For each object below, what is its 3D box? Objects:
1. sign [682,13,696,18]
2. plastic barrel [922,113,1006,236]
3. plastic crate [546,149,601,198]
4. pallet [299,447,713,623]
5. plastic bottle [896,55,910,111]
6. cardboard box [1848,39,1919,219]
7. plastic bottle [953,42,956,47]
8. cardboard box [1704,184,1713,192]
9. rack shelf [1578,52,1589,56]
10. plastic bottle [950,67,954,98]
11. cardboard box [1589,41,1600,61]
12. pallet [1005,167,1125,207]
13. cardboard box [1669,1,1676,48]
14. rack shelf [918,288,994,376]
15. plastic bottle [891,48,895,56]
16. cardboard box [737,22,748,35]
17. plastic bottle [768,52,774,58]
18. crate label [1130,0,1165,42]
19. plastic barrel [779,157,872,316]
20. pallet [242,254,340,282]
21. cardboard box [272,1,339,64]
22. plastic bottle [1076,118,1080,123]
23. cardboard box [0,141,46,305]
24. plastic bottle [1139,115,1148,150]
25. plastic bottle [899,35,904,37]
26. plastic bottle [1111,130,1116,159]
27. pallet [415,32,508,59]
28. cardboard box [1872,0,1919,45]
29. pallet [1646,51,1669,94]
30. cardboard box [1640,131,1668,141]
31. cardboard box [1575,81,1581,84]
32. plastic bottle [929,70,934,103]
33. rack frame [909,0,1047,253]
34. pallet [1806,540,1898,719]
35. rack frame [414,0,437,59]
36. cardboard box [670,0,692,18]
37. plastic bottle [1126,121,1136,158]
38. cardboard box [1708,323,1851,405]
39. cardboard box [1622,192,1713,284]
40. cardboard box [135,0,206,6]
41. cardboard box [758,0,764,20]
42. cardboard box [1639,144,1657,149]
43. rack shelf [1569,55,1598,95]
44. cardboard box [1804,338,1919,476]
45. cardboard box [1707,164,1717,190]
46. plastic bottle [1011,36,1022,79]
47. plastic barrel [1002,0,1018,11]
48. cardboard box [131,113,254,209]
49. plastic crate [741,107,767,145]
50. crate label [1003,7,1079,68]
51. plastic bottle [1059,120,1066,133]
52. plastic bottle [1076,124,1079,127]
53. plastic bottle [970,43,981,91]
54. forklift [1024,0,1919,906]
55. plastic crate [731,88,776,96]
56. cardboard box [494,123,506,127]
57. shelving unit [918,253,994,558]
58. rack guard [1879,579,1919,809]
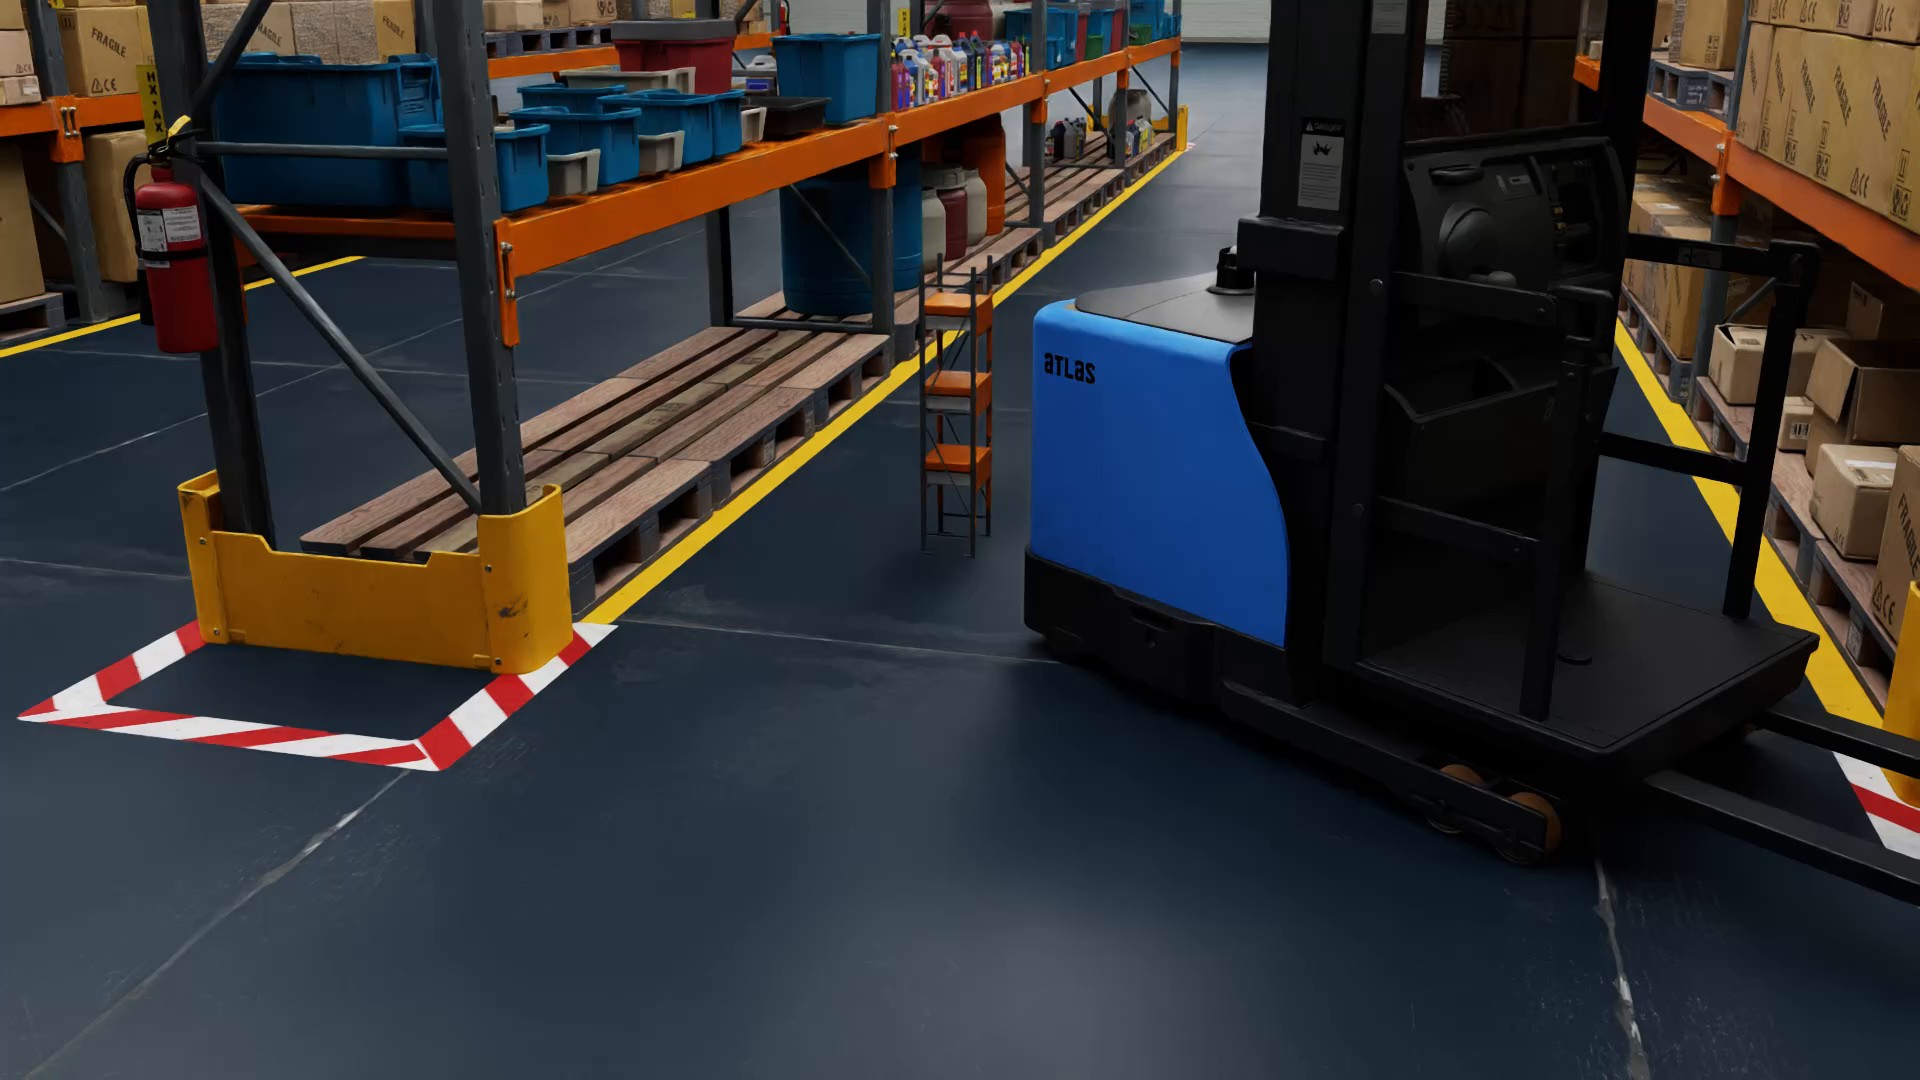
[{"bbox_3d":[-1.380,-2.546,8.572,0.100,0.325,0.005,5,19,13],"label":"sign"},{"bbox_3d":[0.027,-2.642,11.988,0.600,0.830,0.708,5,19,13],"label":"plastic barrel"},{"bbox_3d":[-1.286,-1.166,5.276,0.250,0.136,0.298,5,19,13],"label":"plastic crate"},{"bbox_3d":[-1.585,-0.053,6.016,1.003,0.211,1.213,5,19,13],"label":"pallet"},{"bbox_3d":[-0.311,-2.439,8.867,0.061,0.283,0.133,5,19,13],"label":"plastic bottle"},{"bbox_3d":[3.074,-1.253,5.060,0.500,0.500,0.500,5,19,14],"label":"cardboard box"},{"bbox_3d":[-0.019,-3.004,10.522,0.061,0.283,0.133,5,19,13],"label":"plastic bottle"},{"bbox_3d":[4.932,-1.946,10.430,0.500,0.500,0.500,5,20,16],"label":"cardboard box"},{"bbox_3d":[6.399,-4.772,16.632,1.077,0.370,4.000,5,19,13],"label":"rack shelf"},{"bbox_3d":[-0.083,-2.716,9.806,0.097,0.201,0.097,0,19,0],"label":"plastic bottle"},{"bbox_3d":[5.495,-4.105,13.955,0.380,0.149,0.250,5,19,13],"label":"cardboard box"},{"bbox_3d":[0.954,-3.309,15.550,1.003,0.211,1.213,5,19,13],"label":"pallet"},{"bbox_3d":[4.888,-3.272,10.322,0.700,0.500,0.500,-2,19,-5],"label":"cardboard box"},{"bbox_3d":[-0.013,-0.739,5.880,0.215,0.259,0.240,5,19,13],"label":"rack shelf"},{"bbox_3d":[-0.490,-3.037,10.514,0.144,0.351,0.185,5,19,13],"label":"plastic bottle"},{"bbox_3d":[-2.736,-6.061,19.680,0.380,0.149,0.250,5,19,13],"label":"cardboard box"},{"bbox_3d":[-1.052,-2.541,9.166,0.061,0.283,0.133,5,19,13],"label":"plastic bottle"},{"bbox_3d":[1.898,-5.550,17.742,0.502,0.435,0.616,5,19,13],"label":"crate label"},{"bbox_3d":[-0.697,-1.746,9.254,0.600,0.901,0.708,5,19,13],"label":"plastic barrel"},{"bbox_3d":[-5.238,-2.074,11.932,1.003,0.211,1.213,5,19,13],"label":"pallet"},{"bbox_3d":[-4.804,-3.570,11.844,0.500,0.500,0.500,4,19,12],"label":"cardboard box"},{"bbox_3d":[1.267,-4.442,18.072,0.061,0.283,0.133,5,19,14],"label":"plastic bottle"},{"bbox_3d":[-5.889,-1.755,9.321,0.875,0.875,0.875,5,19,13],"label":"cardboard box"},{"bbox_3d":[1.903,-4.304,17.565,0.144,0.351,0.185,5,20,16],"label":"plastic bottle"},{"bbox_3d":[-0.413,-3.360,11.564,0.061,0.283,0.133,5,19,13],"label":"plastic bottle"},{"bbox_3d":[1.560,-3.978,16.715,0.061,0.283,0.133,5,19,13],"label":"plastic bottle"},{"bbox_3d":[-4.602,-4.157,14.013,1.213,0.211,1.003,5,19,13],"label":"pallet"},{"bbox_3d":[3.065,-1.728,4.903,0.500,0.500,0.500,5,20,15],"label":"cardboard box"},{"bbox_3d":[4.835,-2.923,10.403,1.213,0.211,1.003,5,19,13],"label":"pallet"},{"bbox_3d":[5.844,-3.179,13.592,0.500,0.311,0.500,5,19,13],"label":"cardboard box"},{"bbox_3d":[6.172,-4.372,16.790,0.500,0.500,0.500,5,19,13],"label":"cardboard box"},{"bbox_3d":[-0.196,-2.571,9.382,0.097,0.201,0.097,0,19,0],"label":"plastic bottle"},{"bbox_3d":[0.130,-3.625,12.158,1.000,3.000,0.127,5,19,13],"label":"rack frame"},{"bbox_3d":[3.191,0.321,4.921,1.003,0.211,1.213,5,19,13],"label":"pallet"},{"bbox_3d":[-4.672,-4.016,13.304,1.000,3.000,0.127,5,19,13],"label":"rack frame"},{"bbox_3d":[-3.369,-5.748,17.759,0.875,0.500,0.500,5,19,13],"label":"cardboard box"},{"bbox_3d":[1.707,-4.053,16.831,0.144,0.351,0.185,5,20,15],"label":"plastic bottle"},{"bbox_3d":[3.643,-0.800,7.367,0.500,0.311,0.500,5,19,13],"label":"cardboard box"},{"bbox_3d":[4.295,-1.816,10.050,0.500,0.500,0.500,4,19,13],"label":"cardboard box"},{"bbox_3d":[-5.323,-3.699,10.670,0.797,0.503,0.637,5,19,14],"label":"cardboard box"},{"bbox_3d":[-2.879,-6.541,20.082,0.875,0.500,0.500,5,19,13],"label":"cardboard box"},{"bbox_3d":[5.069,-2.900,12.774,0.500,0.311,0.500,5,19,13],"label":"cardboard box"},{"bbox_3d":[5.421,-3.519,12.961,1.077,0.370,4.000,5,19,13],"label":"rack shelf"},{"bbox_3d":[3.501,-0.416,5.946,0.797,0.503,0.637,5,19,13],"label":"cardboard box"},{"bbox_3d":[4.922,-2.283,10.256,0.500,0.250,0.500,5,20,15],"label":"cardboard box"},{"bbox_3d":[0.389,-3.336,11.496,0.061,0.283,0.133,5,19,13],"label":"plastic bottle"},{"bbox_3d":[0.278,-4.149,13.520,0.421,0.512,0.421,0,19,0],"label":"plastic barrel"},{"bbox_3d":[-5.295,-2.438,11.321,1.225,0.875,0.875,4,19,11],"label":"cardboard box"},{"bbox_3d":[-0.981,-1.705,6.853,0.293,0.136,0.466,5,19,13],"label":"plastic crate"},{"bbox_3d":[0.635,-3.931,13.002,0.502,0.435,0.616,5,19,13],"label":"crate label"},{"bbox_3d":[1.033,-4.118,17.020,0.144,0.351,0.185,4,19,11],"label":"plastic bottle"},{"bbox_3d":[1.217,-4.187,17.327,0.061,0.283,0.133,5,19,13],"label":"plastic bottle"},{"bbox_3d":[0.088,-2.951,10.367,0.061,0.283,0.133,5,19,13],"label":"plastic bottle"},{"bbox_3d":[1.537,-0.803,4.004,1.130,2.935,3.031,-15,24,-38],"label":"forklift"},{"bbox_3d":[-1.099,-2.140,8.127,0.396,0.136,0.243,5,19,13],"label":"plastic crate"},{"bbox_3d":[-4.405,-3.427,14.768,0.700,0.500,0.500,3,19,9],"label":"cardboard box"},{"bbox_3d":[-0.013,-0.480,5.969,0.215,1.050,0.252,5,19,13],"label":"shelving unit"},{"bbox_3d":[2.997,0.434,4.142,1.175,0.500,0.348,5,19,13],"label":"rack guard"}]
